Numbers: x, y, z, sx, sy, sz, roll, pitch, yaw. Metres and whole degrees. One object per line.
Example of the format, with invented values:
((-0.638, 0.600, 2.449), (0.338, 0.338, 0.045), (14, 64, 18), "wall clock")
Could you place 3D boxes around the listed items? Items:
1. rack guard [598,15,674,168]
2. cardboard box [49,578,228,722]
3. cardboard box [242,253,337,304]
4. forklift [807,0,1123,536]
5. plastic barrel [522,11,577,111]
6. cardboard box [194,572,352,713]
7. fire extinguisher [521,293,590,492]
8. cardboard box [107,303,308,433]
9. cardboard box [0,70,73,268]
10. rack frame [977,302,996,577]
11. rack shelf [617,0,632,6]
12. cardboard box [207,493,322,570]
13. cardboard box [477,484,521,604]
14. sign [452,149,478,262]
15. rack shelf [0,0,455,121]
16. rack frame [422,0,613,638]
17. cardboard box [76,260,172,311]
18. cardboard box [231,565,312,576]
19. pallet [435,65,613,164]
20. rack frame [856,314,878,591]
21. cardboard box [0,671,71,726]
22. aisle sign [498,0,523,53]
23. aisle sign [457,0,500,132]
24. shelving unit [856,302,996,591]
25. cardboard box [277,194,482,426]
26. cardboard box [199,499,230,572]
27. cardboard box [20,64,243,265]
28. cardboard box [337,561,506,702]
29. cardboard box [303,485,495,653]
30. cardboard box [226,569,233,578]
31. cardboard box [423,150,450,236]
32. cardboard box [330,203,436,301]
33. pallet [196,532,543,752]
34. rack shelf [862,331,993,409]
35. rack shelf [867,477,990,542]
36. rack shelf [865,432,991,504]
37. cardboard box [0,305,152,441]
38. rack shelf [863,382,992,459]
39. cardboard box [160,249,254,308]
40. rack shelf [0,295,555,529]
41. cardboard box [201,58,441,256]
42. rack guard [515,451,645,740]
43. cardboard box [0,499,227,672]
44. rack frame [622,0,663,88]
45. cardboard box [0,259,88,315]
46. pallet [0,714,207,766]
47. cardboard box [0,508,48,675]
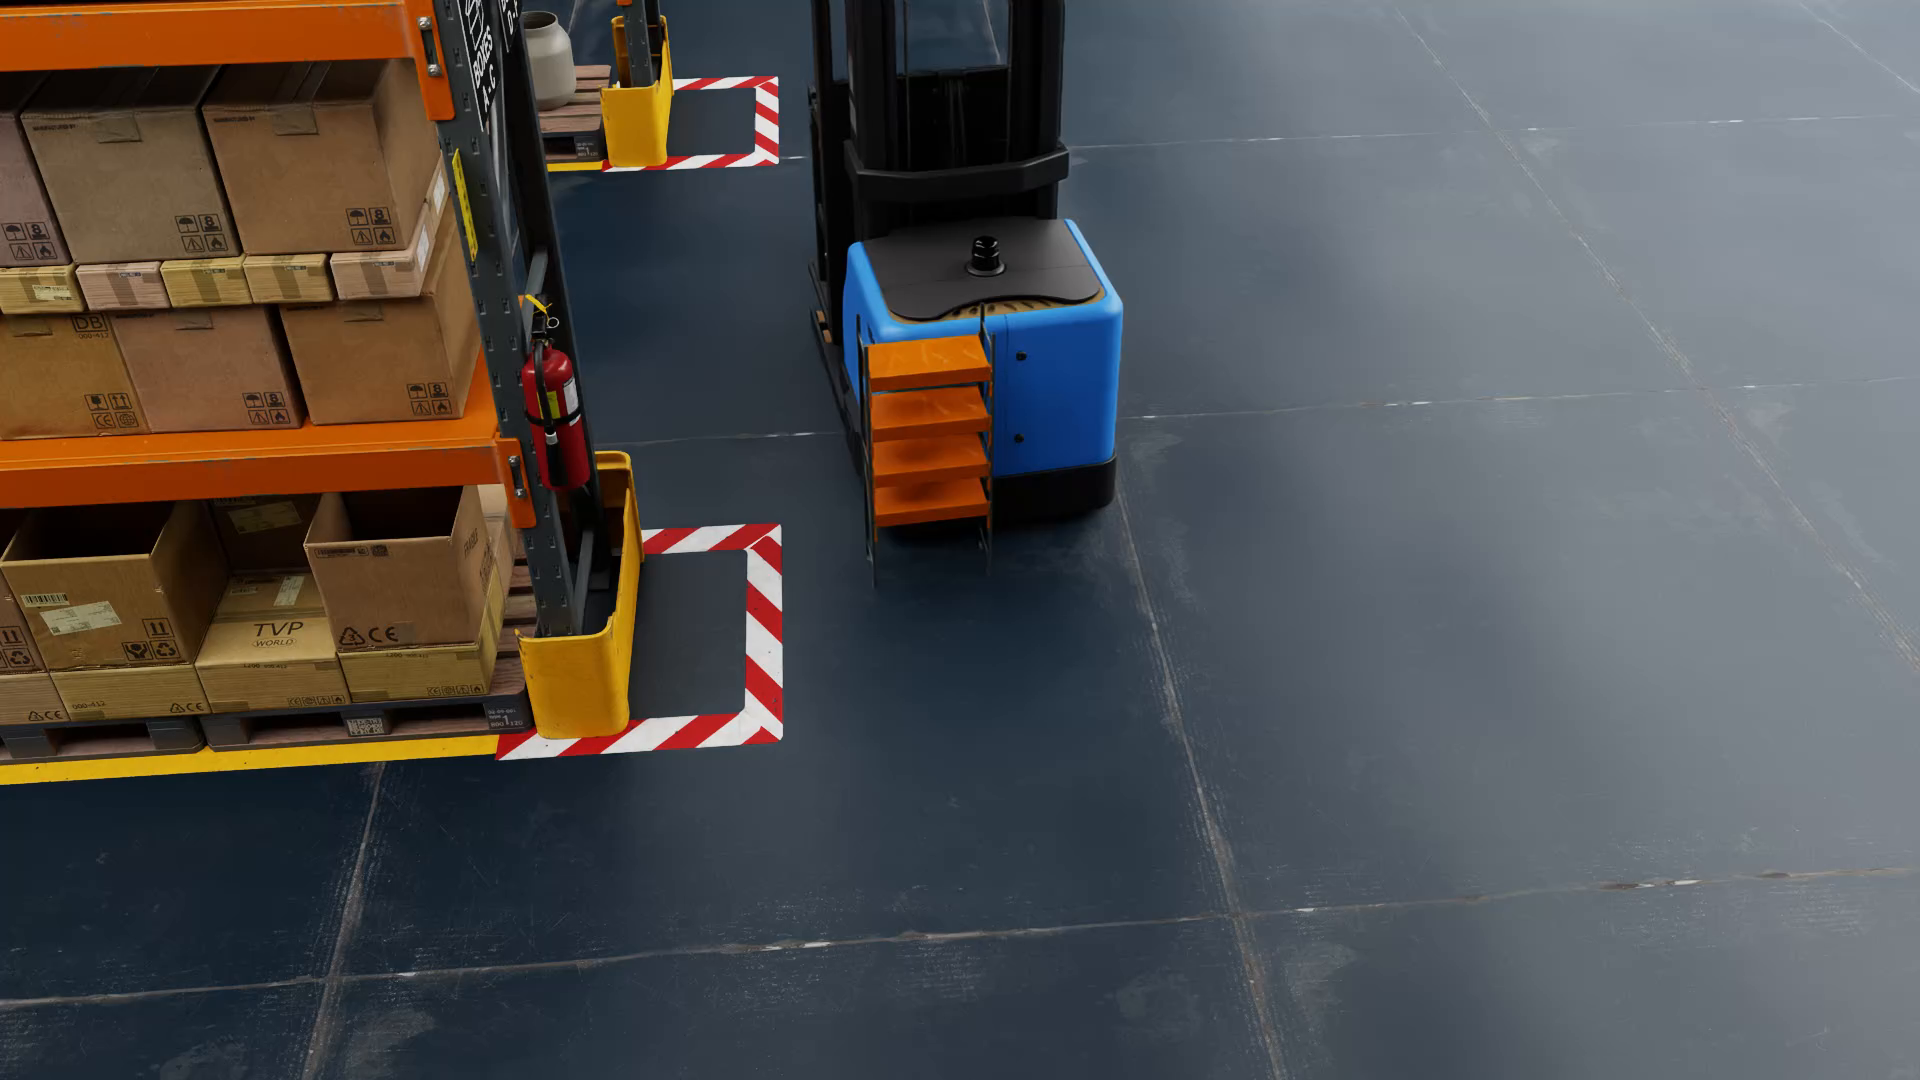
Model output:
((-2.018, -2.829, 10.432), (0.348, 0.500, 1.175), (-3, 38, -4), "rack guard")
((-3.014, 0.402, 6.199), (0.500, 0.250, 0.500), (-3, 38, -4), "cardboard box")
((-2.136, -0.927, 5.399), (0.250, 0.149, 0.380), (-2, 38, -3), "cardboard box")
((-0.144, -2.086, 7.528), (1.130, 2.935, 3.031), (-8, 39, -10), "forklift")
((-2.595, -2.949, 10.235), (0.421, 0.512, 0.421), (0, 38, 0), "plastic barrel")
((-2.516, 0.374, 6.235), (0.500, 0.250, 0.500), (-3, 38, -4), "cardboard box")
((-1.353, -0.477, 5.495), (0.183, 0.674, 0.296), (-3, 38, -4), "fire extinguisher")
((-2.500, -0.777, 5.732), (0.500, 0.500, 0.700), (-2, 38, -3), "cardboard box")
((-3.056, -1.255, 5.291), (0.500, 0.500, 0.700), (-3, 38, -4), "cardboard box")
((0.106, -0.385, 6.767), (0.015, 1.200, 0.240), (-6, 39, -8), "rack frame")
((-3.939, -3.452, 9.784), (4.000, 0.370, 1.077), (-3, 38, -4), "rack shelf")
((-2.563, -0.246, 6.416), (0.500, 0.500, 0.500), (-3, 38, -4), "cardboard box")
((-2.065, 0.019, 6.684), (0.500, 0.250, 0.500), (-3, 38, -4), "cardboard box")
((-1.477, -0.999, 4.969), (0.005, 0.325, 0.100), (-3, 38, -4), "sign")
((-3.504, -1.573, 4.981), (4.000, 0.370, 1.077), (-3, 38, -4), "rack shelf")
((-1.512, -0.787, 5.826), (0.127, 3.000, 1.000), (-3, 38, -4), "rack frame")
((-2.641, -0.901, 5.366), (0.250, 0.149, 0.380), (-3, 38, -3), "cardboard box")
((-2.563, 0.049, 6.647), (0.500, 0.250, 0.500), (-3, 38, -4), "cardboard box")
((-2.828, -2.674, 10.469), (1.213, 0.211, 1.003), (-3, 38, -4), "pallet")
((-0.374, -0.330, 6.698), (0.015, 1.200, 0.240), (-6, 39, -8), "rack frame")
((-3.513, 0.429, 6.166), (0.500, 0.250, 0.500), (-3, 38, -4), "cardboard box")
((-1.473, -2.000, 5.265), (0.004, 0.787, 0.394), (-3, 38, -4), "aisle sign")
((-1.420, -1.630, 4.796), (0.004, 0.787, 0.394), (-3, 38, -4), "aisle sign")
((-0.134, -0.358, 6.733), (0.503, 1.200, 0.258), (-6, 39, -8), "shelving unit")
((-1.978, -0.809, 5.773), (0.500, 0.500, 0.700), (-3, 38, -4), "cardboard box")
((-3.060, -0.211, 6.371), (0.500, 0.500, 0.500), (-3, 38, -4), "cardboard box")
((-2.554, -1.283, 5.326), (0.500, 0.500, 0.700), (-4, 38, -5), "cardboard box")
((-2.020, 0.339, 6.279), (0.500, 0.250, 0.500), (-3, 38, -4), "cardboard box")
((-2.019, 0.046, 6.046), (0.500, 0.500, 0.500), (-3, 38, -4), "cardboard box")
((-3.061, 0.076, 6.612), (0.500, 0.250, 0.500), (-3, 38, -4), "cardboard box")
((-1.921, -1.193, 5.735), (0.250, 0.149, 0.380), (-3, 38, -4), "cardboard box")
((-1.875, -0.943, 5.419), (0.250, 0.149, 0.380), (-4, 38, -5), "cardboard box")
((-2.270, 0.375, 6.604), (1.213, 0.211, 1.003), (-3, 38, -4), "pallet")
((-0.134, -0.664, 6.487), (0.480, 0.148, 0.258), (-6, 39, -8), "rack shelf")
((-0.134, -0.150, 6.899), (0.480, 0.148, 0.258), (-6, 39, -8), "rack shelf")
((-0.134, -0.305, 6.775), (0.480, 0.148, 0.258), (-6, 39, -8), "rack shelf")
((-2.995, -0.753, 5.702), (0.500, 0.500, 0.700), (-3, 38, -4), "cardboard box")
((-0.134, -0.480, 6.635), (0.480, 0.148, 0.258), (-6, 39, -8), "rack shelf")
((-2.391, -0.913, 5.382), (0.250, 0.149, 0.380), (-4, 38, -5), "cardboard box")
((-3.504, -0.395, 5.910), (4.000, 0.370, 1.077), (-3, 38, -4), "rack shelf")
((-2.030, -1.315, 5.367), (0.500, 0.500, 0.700), (-3, 38, -4), "cardboard box")
((-1.488, 0.193, 6.602), (0.348, 0.500, 1.175), (-3, 38, -4), "rack guard")
((-3.014, 0.110, 5.965), (0.500, 0.500, 0.500), (-3, 38, -4), "cardboard box")
((-1.947, -3.844, 9.700), (0.127, 3.000, 1.000), (-3, 38, -4), "rack frame")
((-2.903, -0.886, 5.347), (0.250, 0.149, 0.380), (-2, 38, -3), "cardboard box")
((-3.482, 0.440, 6.522), (1.213, 0.211, 1.003), (-3, 38, -4), "pallet")
((-3.512, 0.136, 5.931), (0.500, 0.500, 0.500), (-3, 38, -4), "cardboard box")
